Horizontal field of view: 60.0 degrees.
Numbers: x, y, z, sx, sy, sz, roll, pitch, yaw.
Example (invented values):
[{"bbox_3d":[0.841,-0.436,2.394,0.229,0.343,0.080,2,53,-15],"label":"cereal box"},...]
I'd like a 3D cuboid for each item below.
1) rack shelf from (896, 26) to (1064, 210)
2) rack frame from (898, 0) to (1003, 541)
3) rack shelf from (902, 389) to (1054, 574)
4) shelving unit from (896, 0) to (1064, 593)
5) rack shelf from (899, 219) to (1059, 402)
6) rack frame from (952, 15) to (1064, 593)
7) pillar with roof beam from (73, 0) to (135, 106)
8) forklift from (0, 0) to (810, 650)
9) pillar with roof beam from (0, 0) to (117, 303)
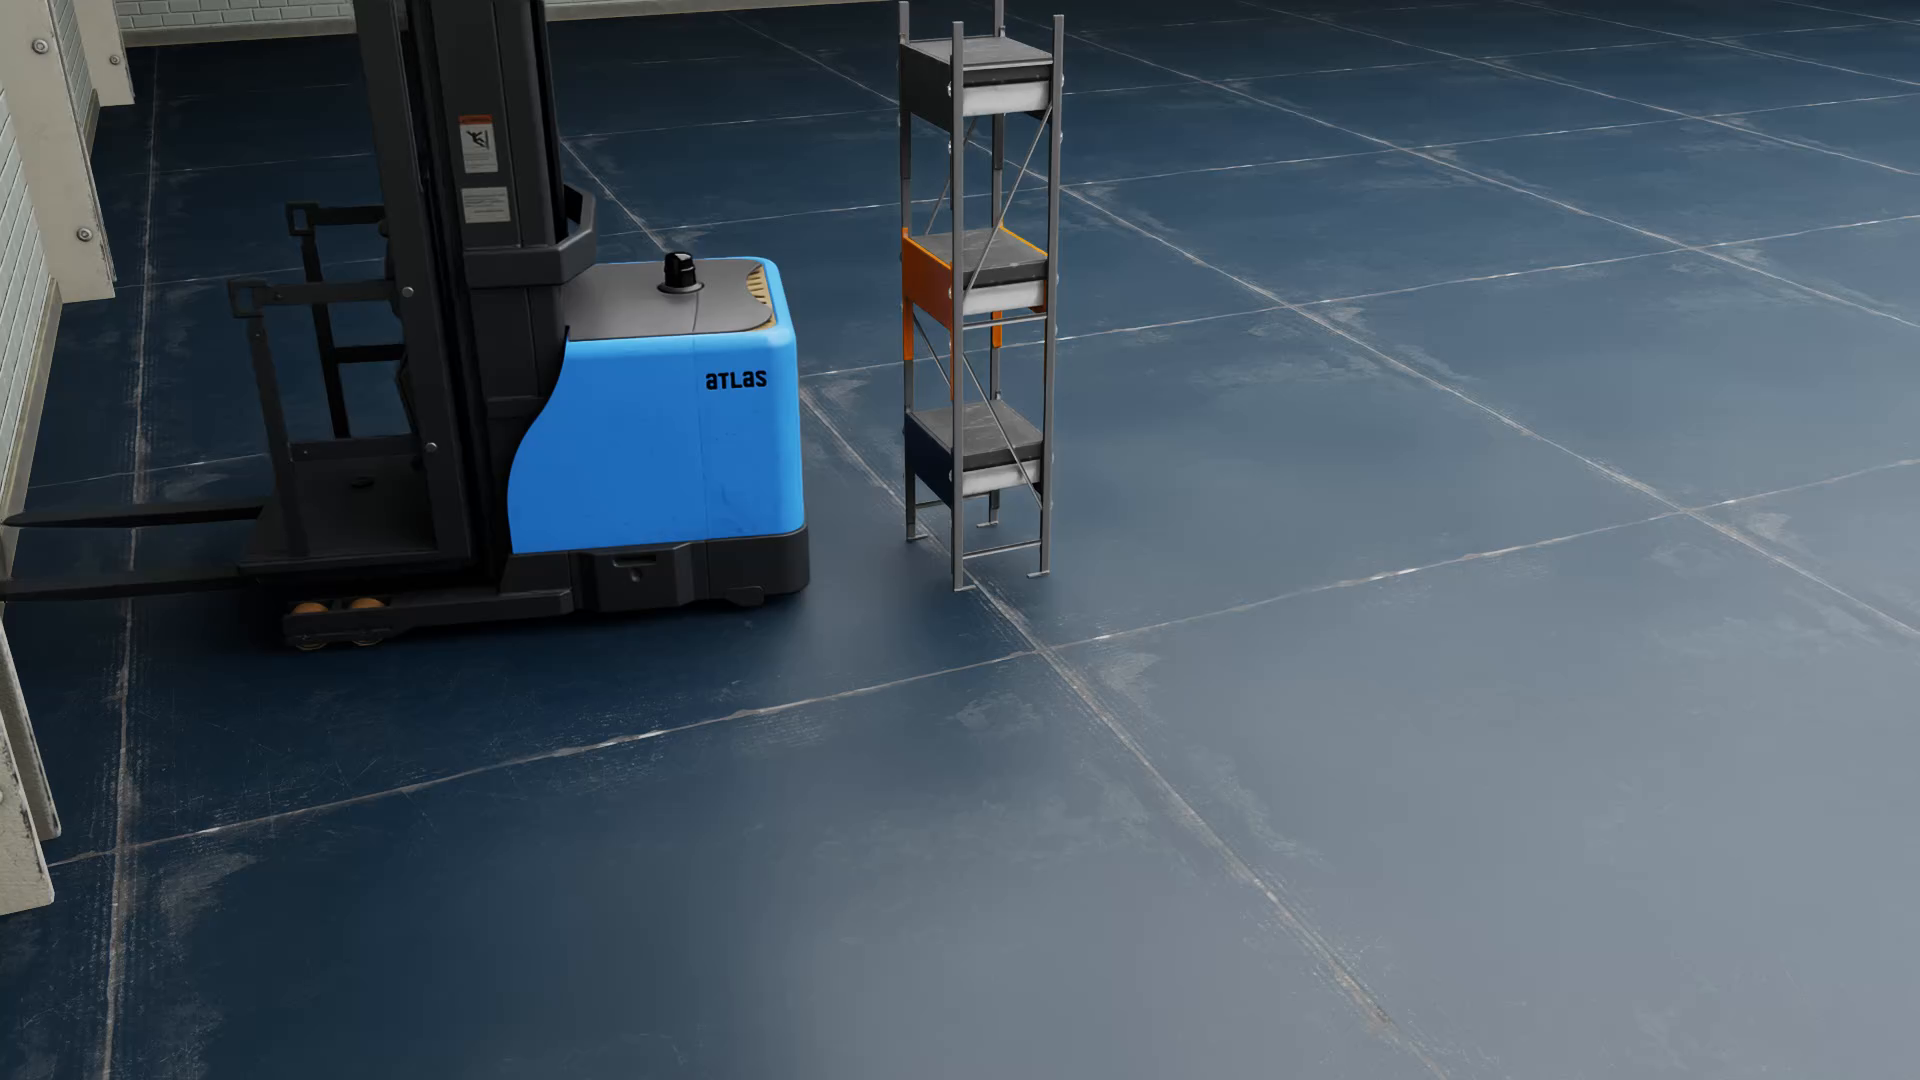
[{"bbox_3d":[0.065,-1.493,5.851,0.431,0.518,0.480,-11,28,-21],"label":"rack shelf"},{"bbox_3d":[-0.031,-0.975,6.354,0.400,2.100,0.015,-11,28,-21],"label":"rack frame"},{"bbox_3d":[0.065,-0.235,6.466,0.431,0.518,0.480,-11,28,-21],"label":"rack shelf"},{"bbox_3d":[0.065,-0.877,6.152,0.431,2.100,0.503,-11,28,-21],"label":"shelving unit"},{"bbox_3d":[0.065,-0.864,6.158,0.431,0.518,0.480,-11,28,-21],"label":"rack shelf"},{"bbox_3d":[0.160,-0.778,5.951,0.400,2.100,0.015,-11,28,-21],"label":"rack frame"},{"bbox_3d":[-3.501,-8.663,14.236,9.100,9.000,0.400,-11,28,-21],"label":"pillar with roof beam"},{"bbox_3d":[-2.131,-1.174,5.814,3.031,2.935,1.130,-4,26,-9],"label":"forklift"},{"bbox_3d":[-1.151,-6.240,9.275,9.100,9.000,0.400,-11,28,-21],"label":"pillar with roof beam"}]
